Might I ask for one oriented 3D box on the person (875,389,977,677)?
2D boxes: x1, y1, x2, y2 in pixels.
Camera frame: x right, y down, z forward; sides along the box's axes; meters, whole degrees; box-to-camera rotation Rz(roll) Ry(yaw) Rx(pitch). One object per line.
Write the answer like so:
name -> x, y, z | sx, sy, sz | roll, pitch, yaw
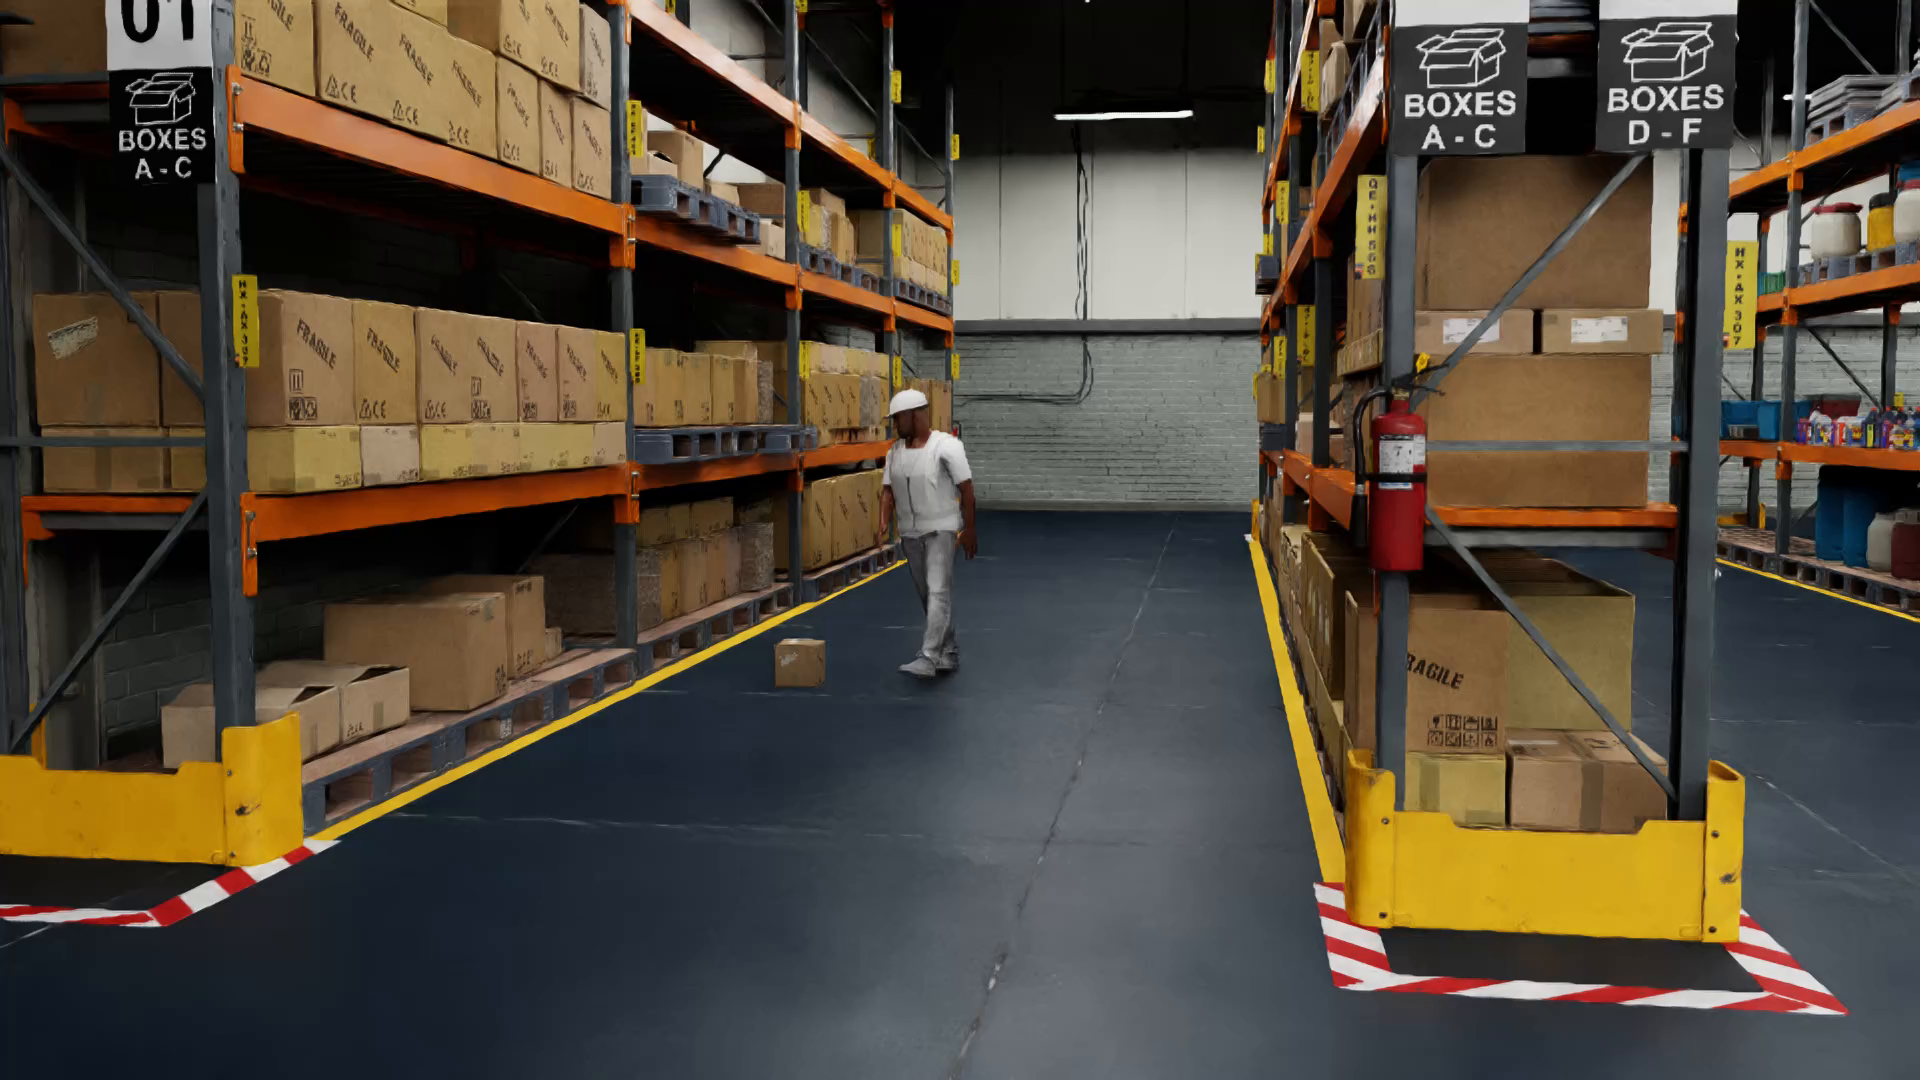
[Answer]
person -> -0.254, -0.045, 10.015 | 0.584, 1.726, 0.882 | 3, 5, 36
